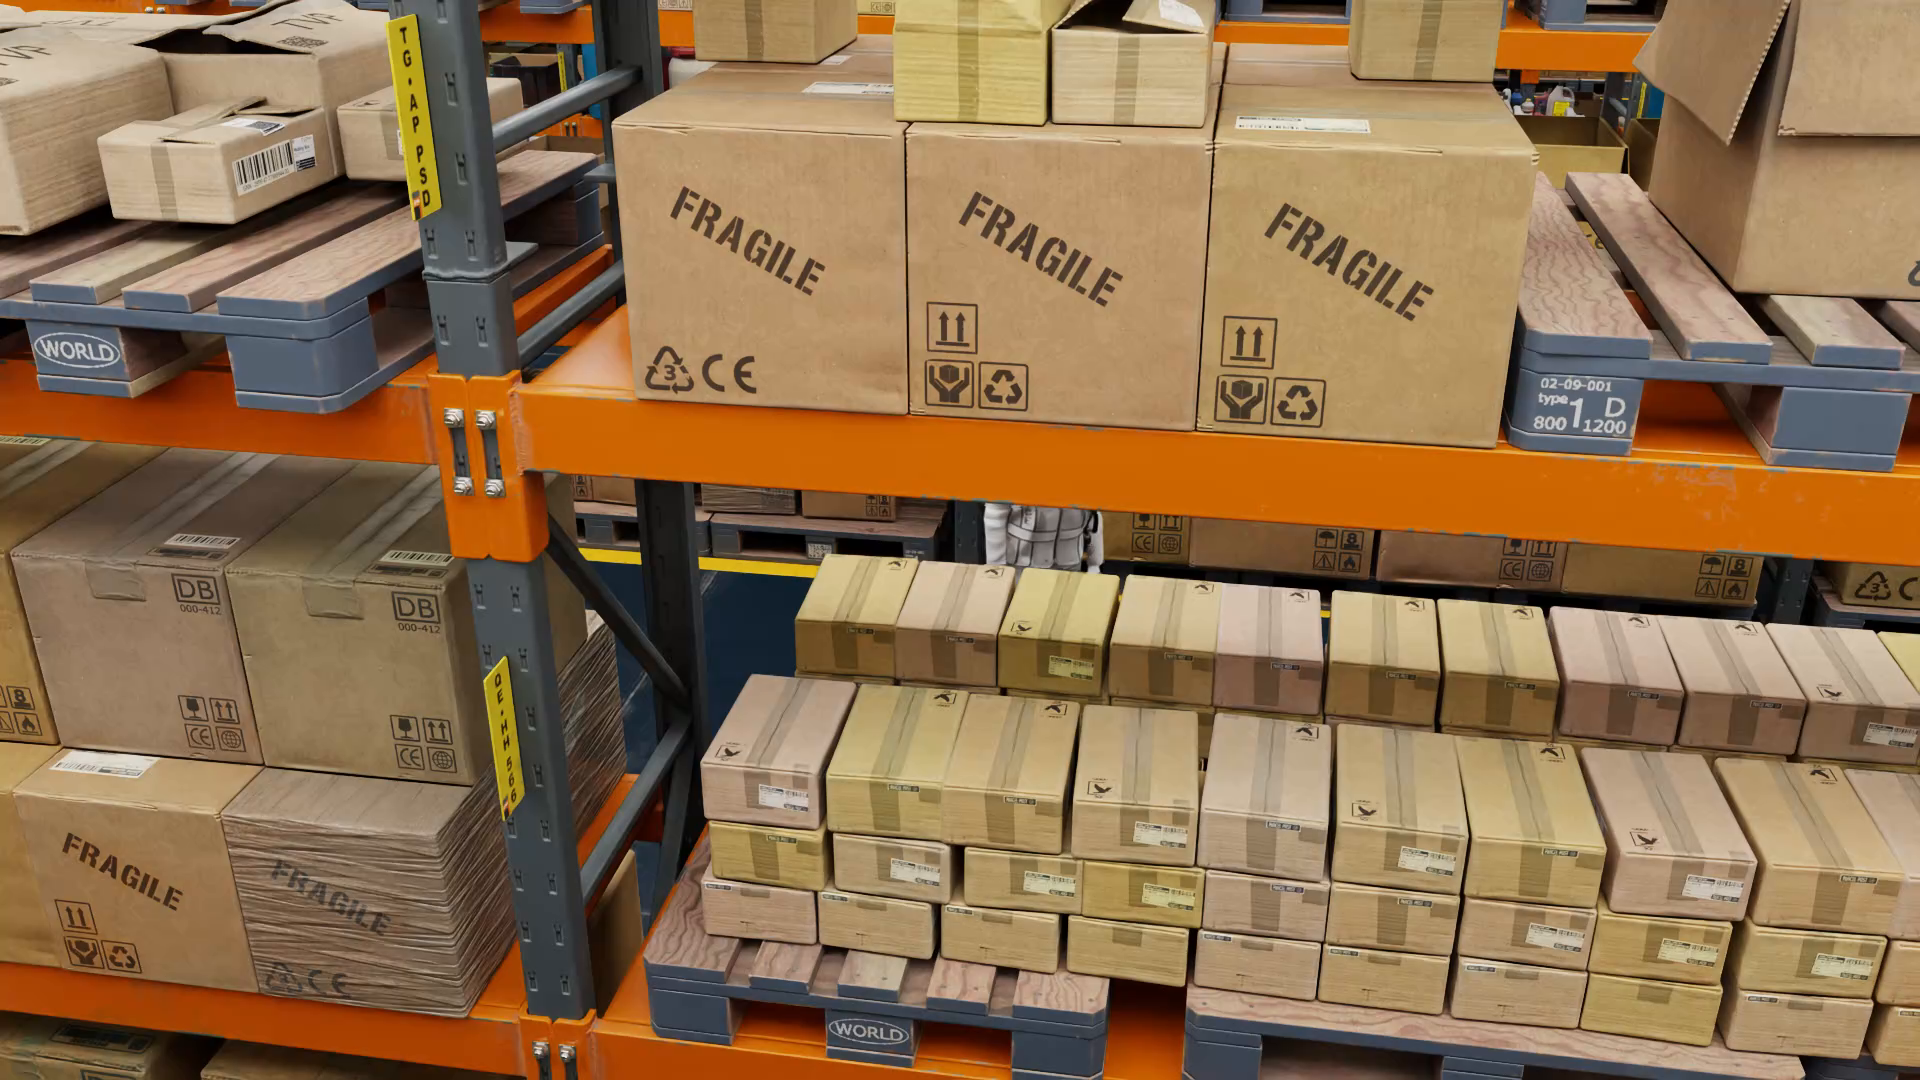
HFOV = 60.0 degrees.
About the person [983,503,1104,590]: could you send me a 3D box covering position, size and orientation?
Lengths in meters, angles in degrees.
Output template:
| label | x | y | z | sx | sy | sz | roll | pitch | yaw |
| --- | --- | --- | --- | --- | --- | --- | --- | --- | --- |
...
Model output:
| label | x | y | z | sx | sy | sz | roll | pitch | yaw |
| --- | --- | --- | --- | --- | --- | --- | --- | --- | --- |
| person | 0.296 | 0.100 | 6.847 | 0.560 | 1.667 | 0.413 | -9 | 27 | -19 |
